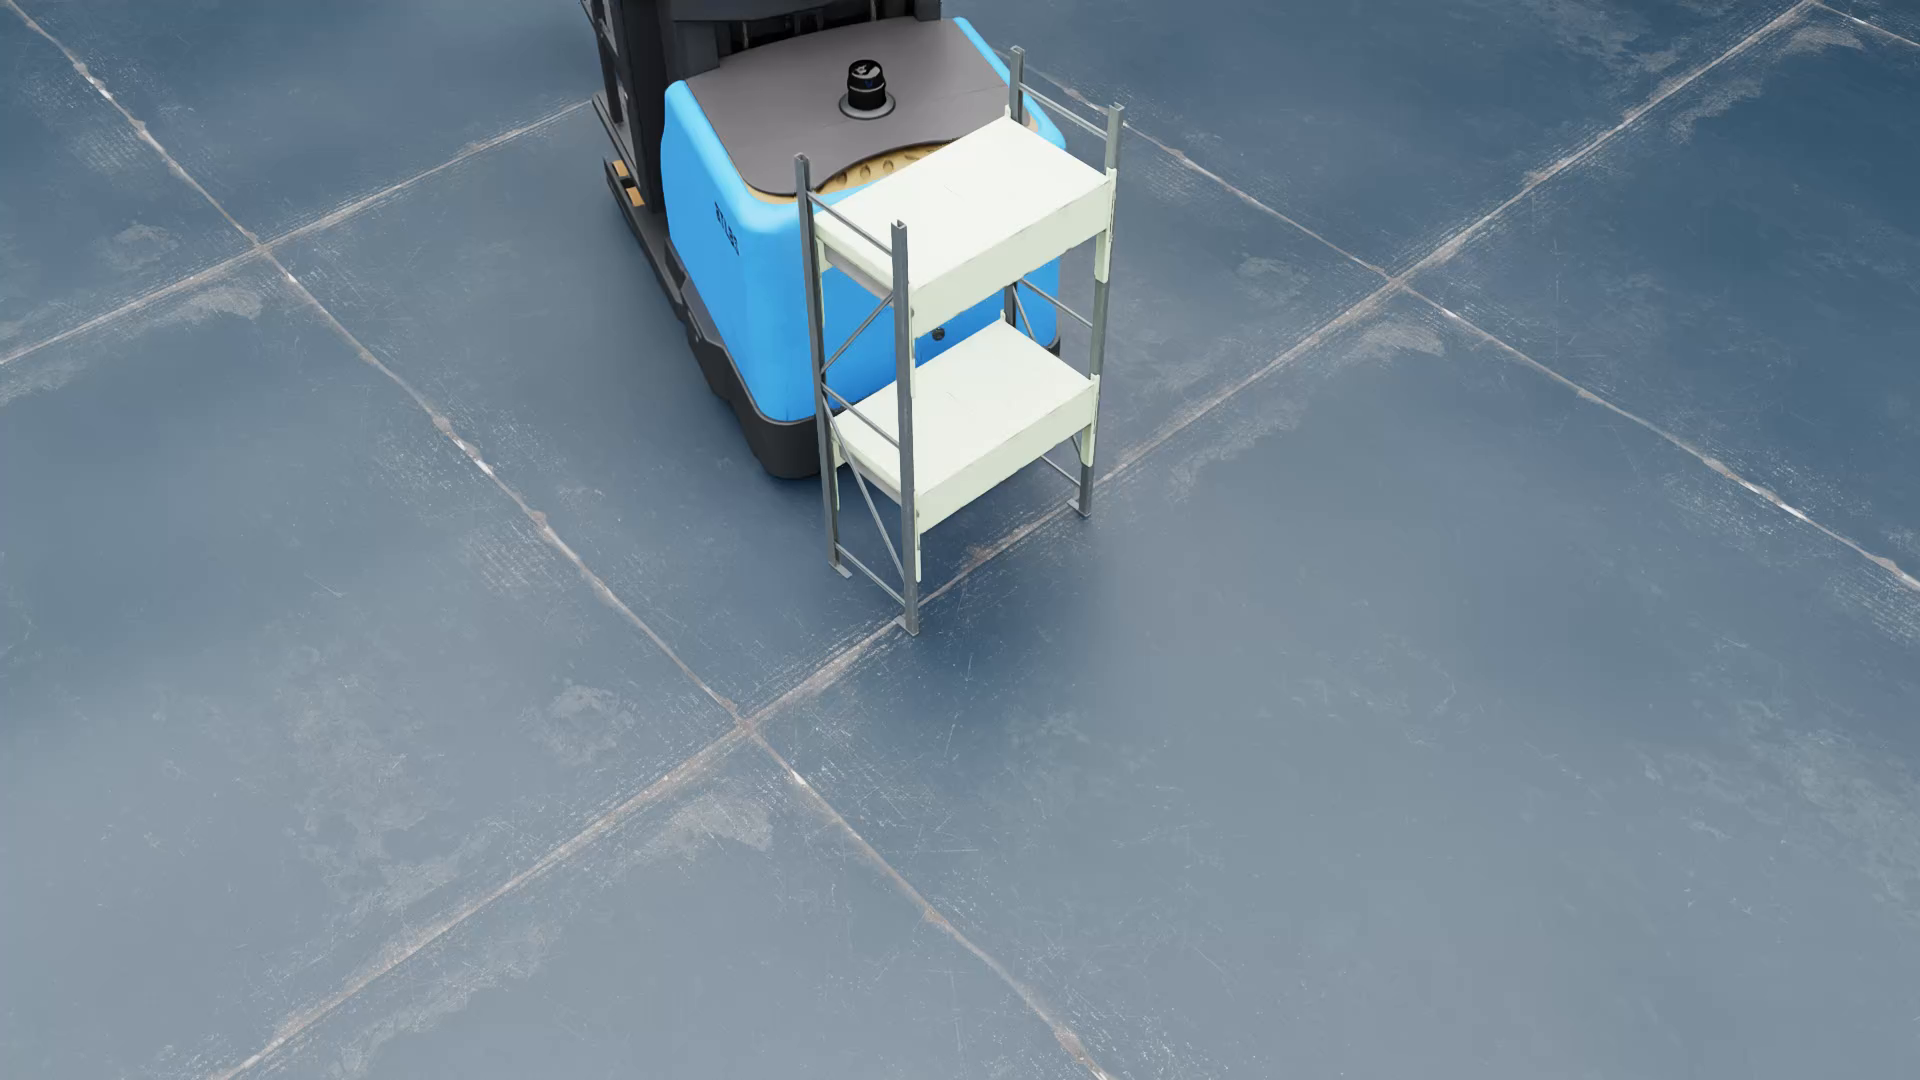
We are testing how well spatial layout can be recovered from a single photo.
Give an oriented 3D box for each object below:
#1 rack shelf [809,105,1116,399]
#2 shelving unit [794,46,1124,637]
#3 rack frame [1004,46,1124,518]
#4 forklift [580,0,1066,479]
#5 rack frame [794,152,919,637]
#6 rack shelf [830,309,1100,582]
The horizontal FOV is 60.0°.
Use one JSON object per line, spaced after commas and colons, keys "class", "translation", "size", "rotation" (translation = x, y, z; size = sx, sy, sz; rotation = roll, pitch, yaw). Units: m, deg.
{"class": "rack shelf", "translation": [0.005, -0.777, 4.415], "size": [0.720, 0.370, 0.431], "rotation": [-34, 56, -27]}
{"class": "shelving unit", "translation": [0.005, -0.512, 4.702], "size": [0.755, 1.500, 0.431], "rotation": [-34, 56, -27]}
{"class": "rack frame", "translation": [0.276, -0.693, 4.869], "size": [0.023, 1.500, 0.400], "rotation": [-34, 56, -27]}
{"class": "forklift", "translation": [-0.722, -2.290, 5.369], "size": [1.130, 2.935, 3.031], "rotation": [-18, 50, -16]}
{"class": "rack frame", "translation": [-0.266, -0.331, 4.535], "size": [0.023, 1.500, 0.400], "rotation": [-34, 56, -27]}
{"class": "rack shelf", "translation": [0.005, -0.291, 4.941], "size": [0.720, 0.370, 0.431], "rotation": [-34, 56, -27]}
